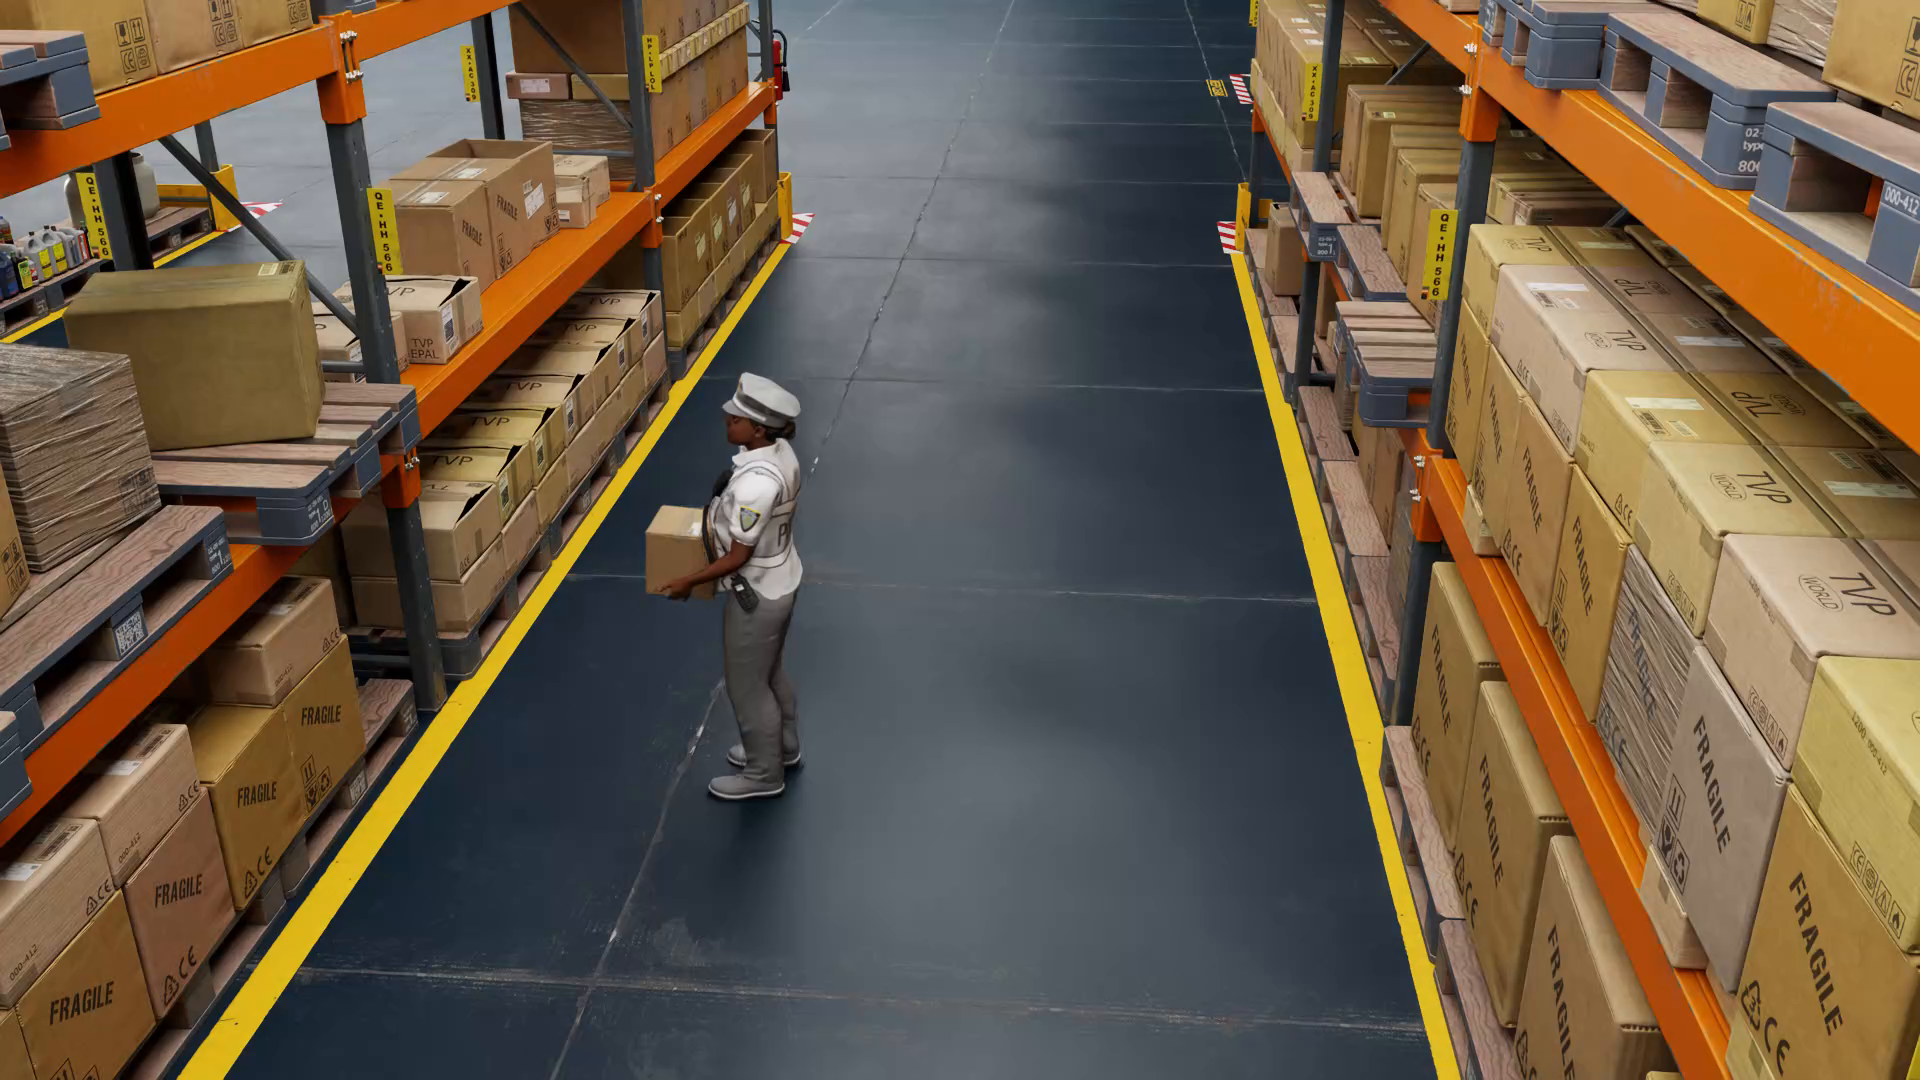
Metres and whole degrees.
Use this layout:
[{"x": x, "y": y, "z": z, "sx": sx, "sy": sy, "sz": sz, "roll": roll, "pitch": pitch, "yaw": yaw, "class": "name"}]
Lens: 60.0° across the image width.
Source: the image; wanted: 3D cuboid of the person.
[{"x": -0.825, "y": 0.184, "z": 6.161, "sx": 0.530, "sy": 1.697, "sz": 0.462, "roll": 1, "pitch": 25, "yaw": 2, "class": "person"}]
